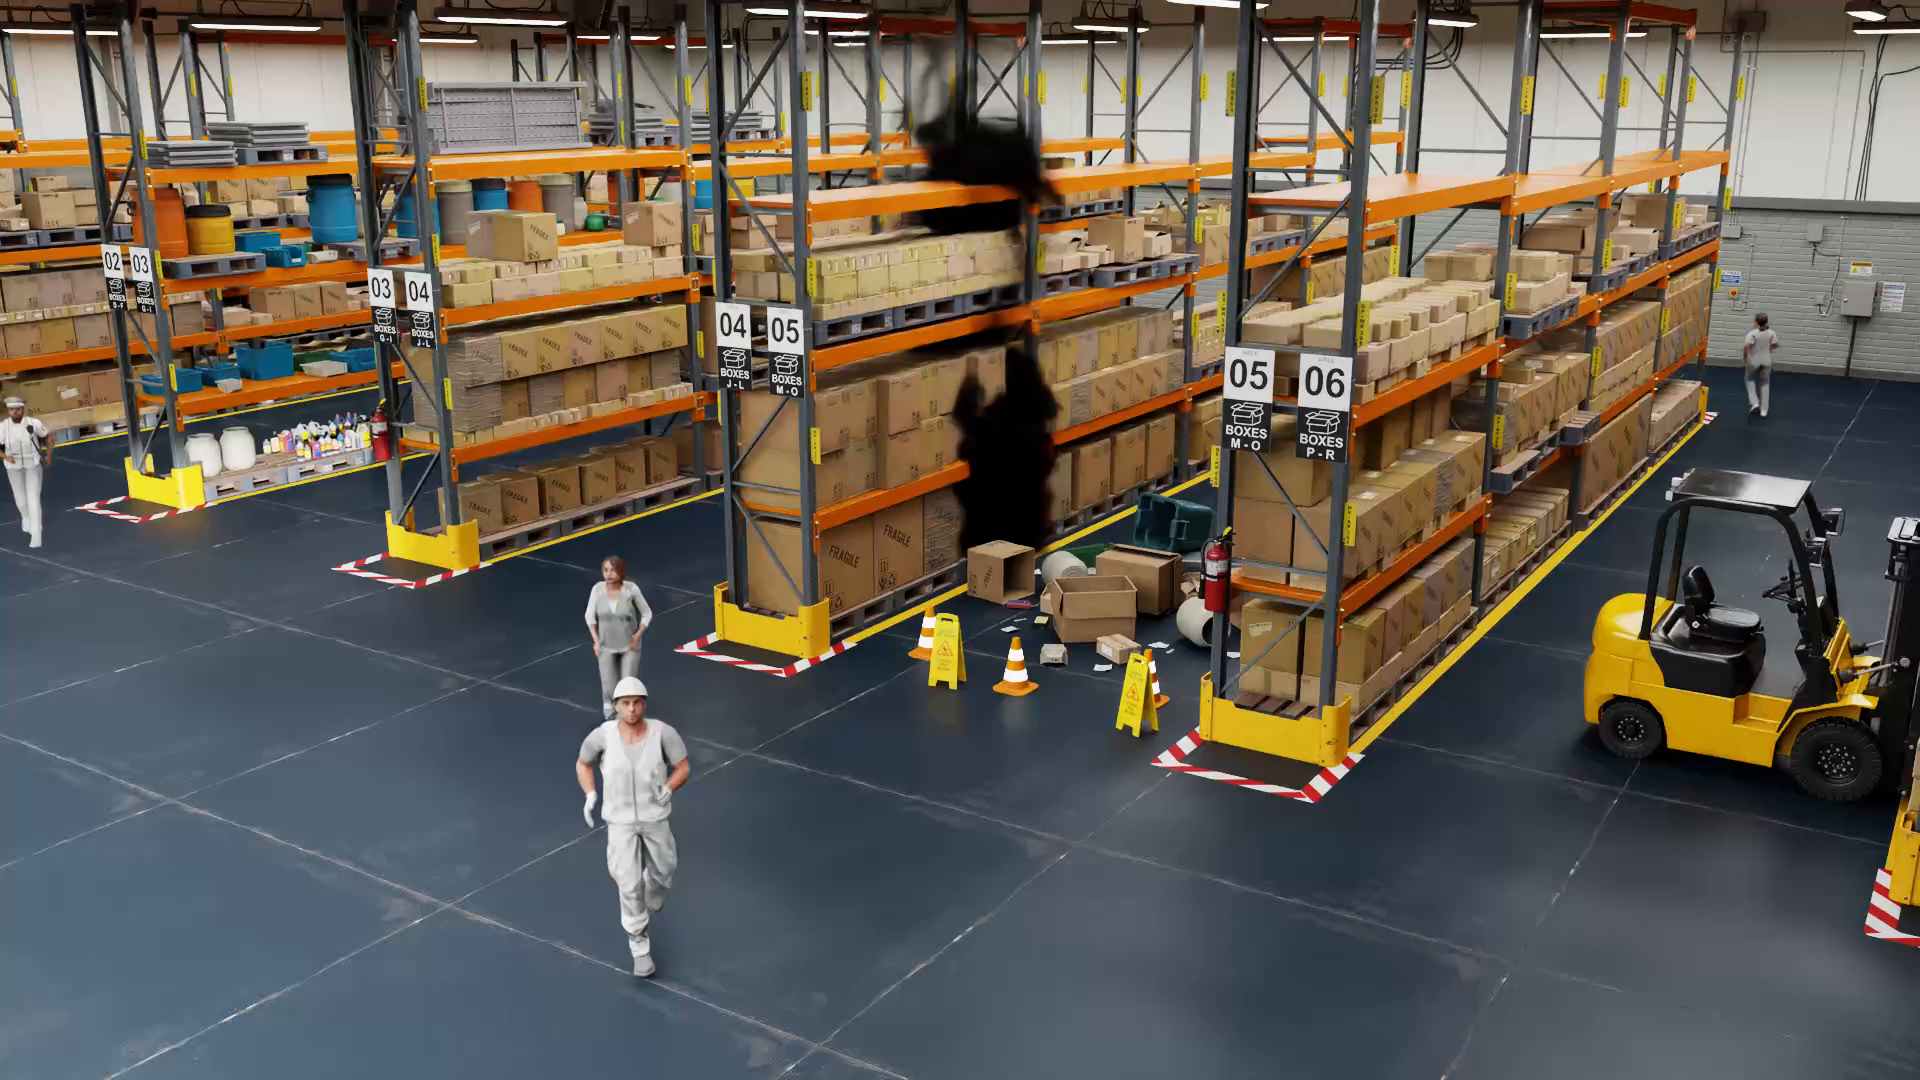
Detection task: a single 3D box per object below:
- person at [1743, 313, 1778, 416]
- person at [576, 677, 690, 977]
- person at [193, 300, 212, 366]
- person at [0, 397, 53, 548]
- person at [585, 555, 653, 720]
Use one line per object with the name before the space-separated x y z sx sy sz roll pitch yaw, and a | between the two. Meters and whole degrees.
person | 12.523 -2.764 26.164 0.575 1.647 0.587 3 16 10
person | -1.943 1.659 9.986 0.668 1.759 0.856 -4 16 -13
person | -13.110 -3.501 28.387 0.701 1.765 0.917 5 16 18
person | -10.693 -0.822 19.041 0.599 1.711 0.810 -7 17 -23
person | -2.704 0.864 13.247 0.532 1.572 0.586 -2 16 -6
